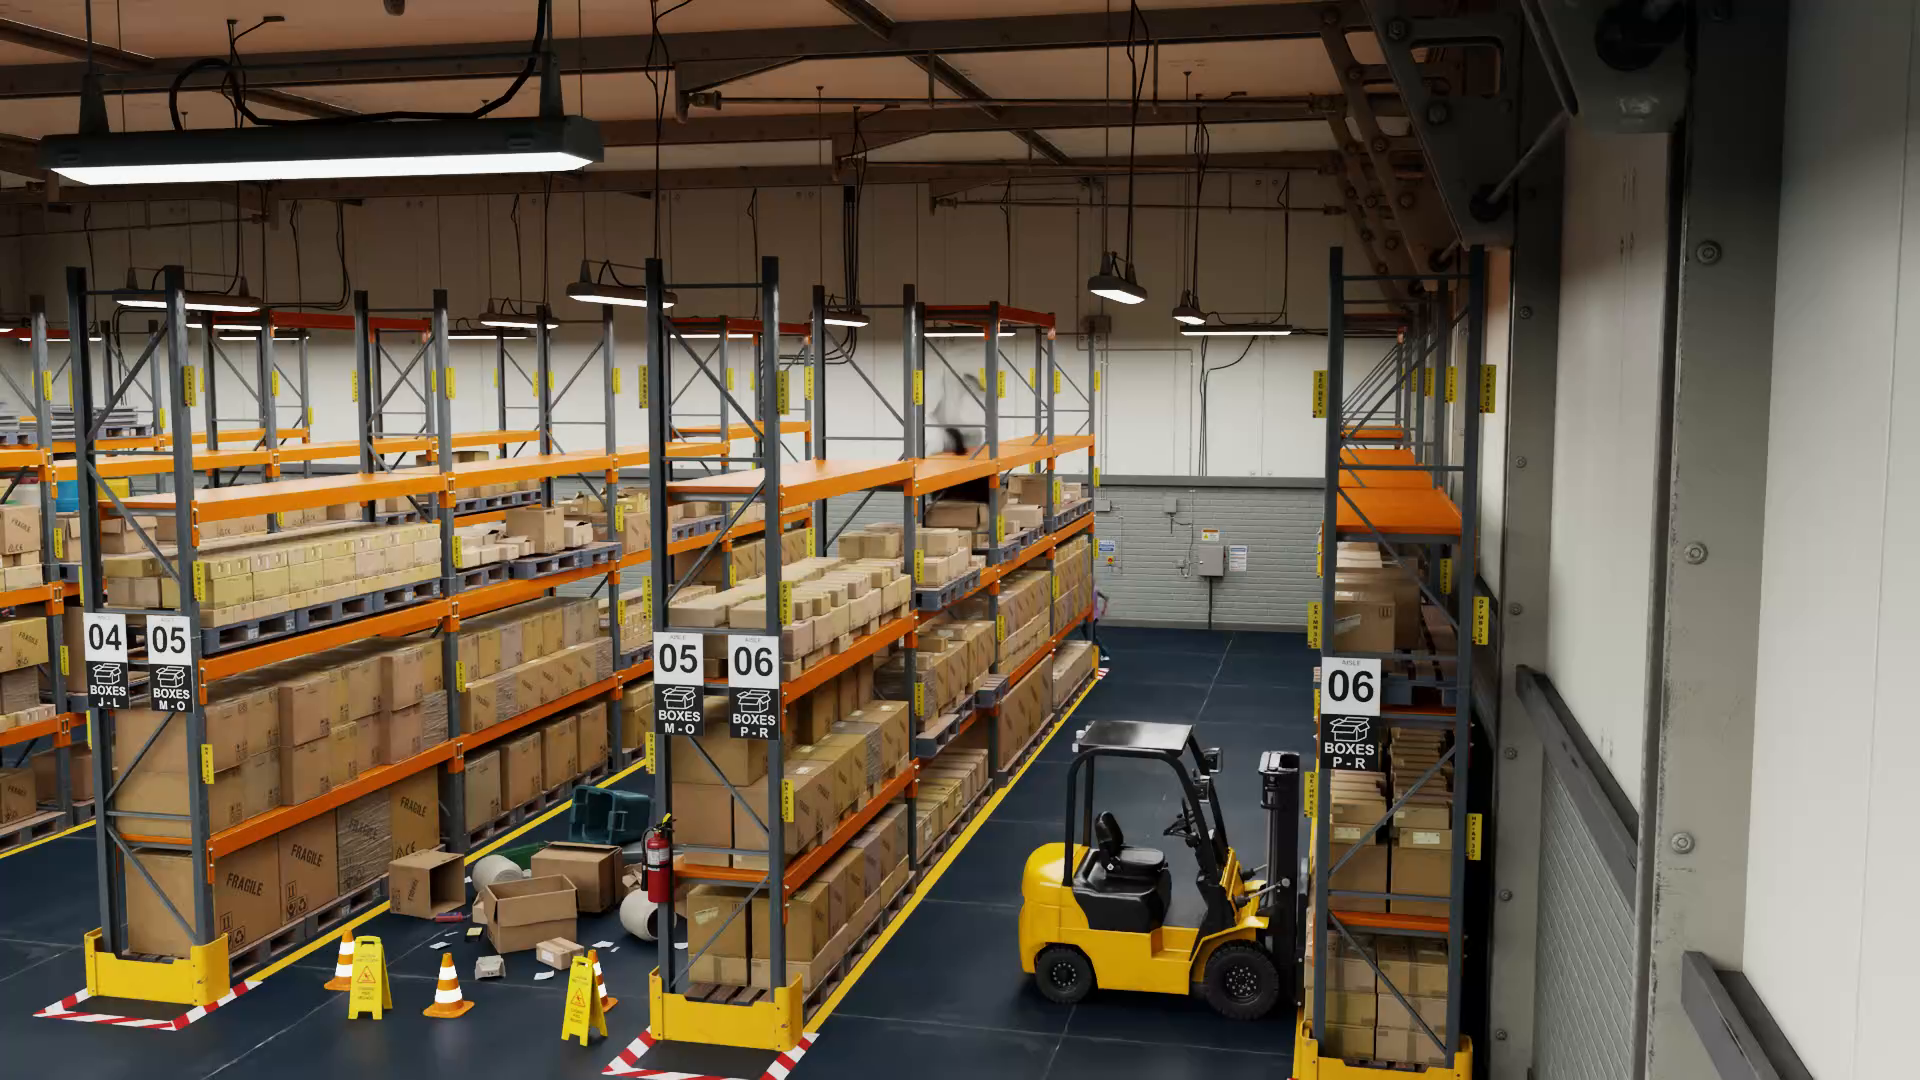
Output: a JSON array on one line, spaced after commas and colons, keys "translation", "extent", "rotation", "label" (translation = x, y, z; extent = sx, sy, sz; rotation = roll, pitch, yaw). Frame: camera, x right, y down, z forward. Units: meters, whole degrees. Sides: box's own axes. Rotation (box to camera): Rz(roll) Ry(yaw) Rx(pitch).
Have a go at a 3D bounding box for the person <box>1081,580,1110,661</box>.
[{"translation": [2.333, 1.447, 29.499], "extent": [0.549, 1.481, 0.659], "rotation": [-6, 8, -44], "label": "person"}]
